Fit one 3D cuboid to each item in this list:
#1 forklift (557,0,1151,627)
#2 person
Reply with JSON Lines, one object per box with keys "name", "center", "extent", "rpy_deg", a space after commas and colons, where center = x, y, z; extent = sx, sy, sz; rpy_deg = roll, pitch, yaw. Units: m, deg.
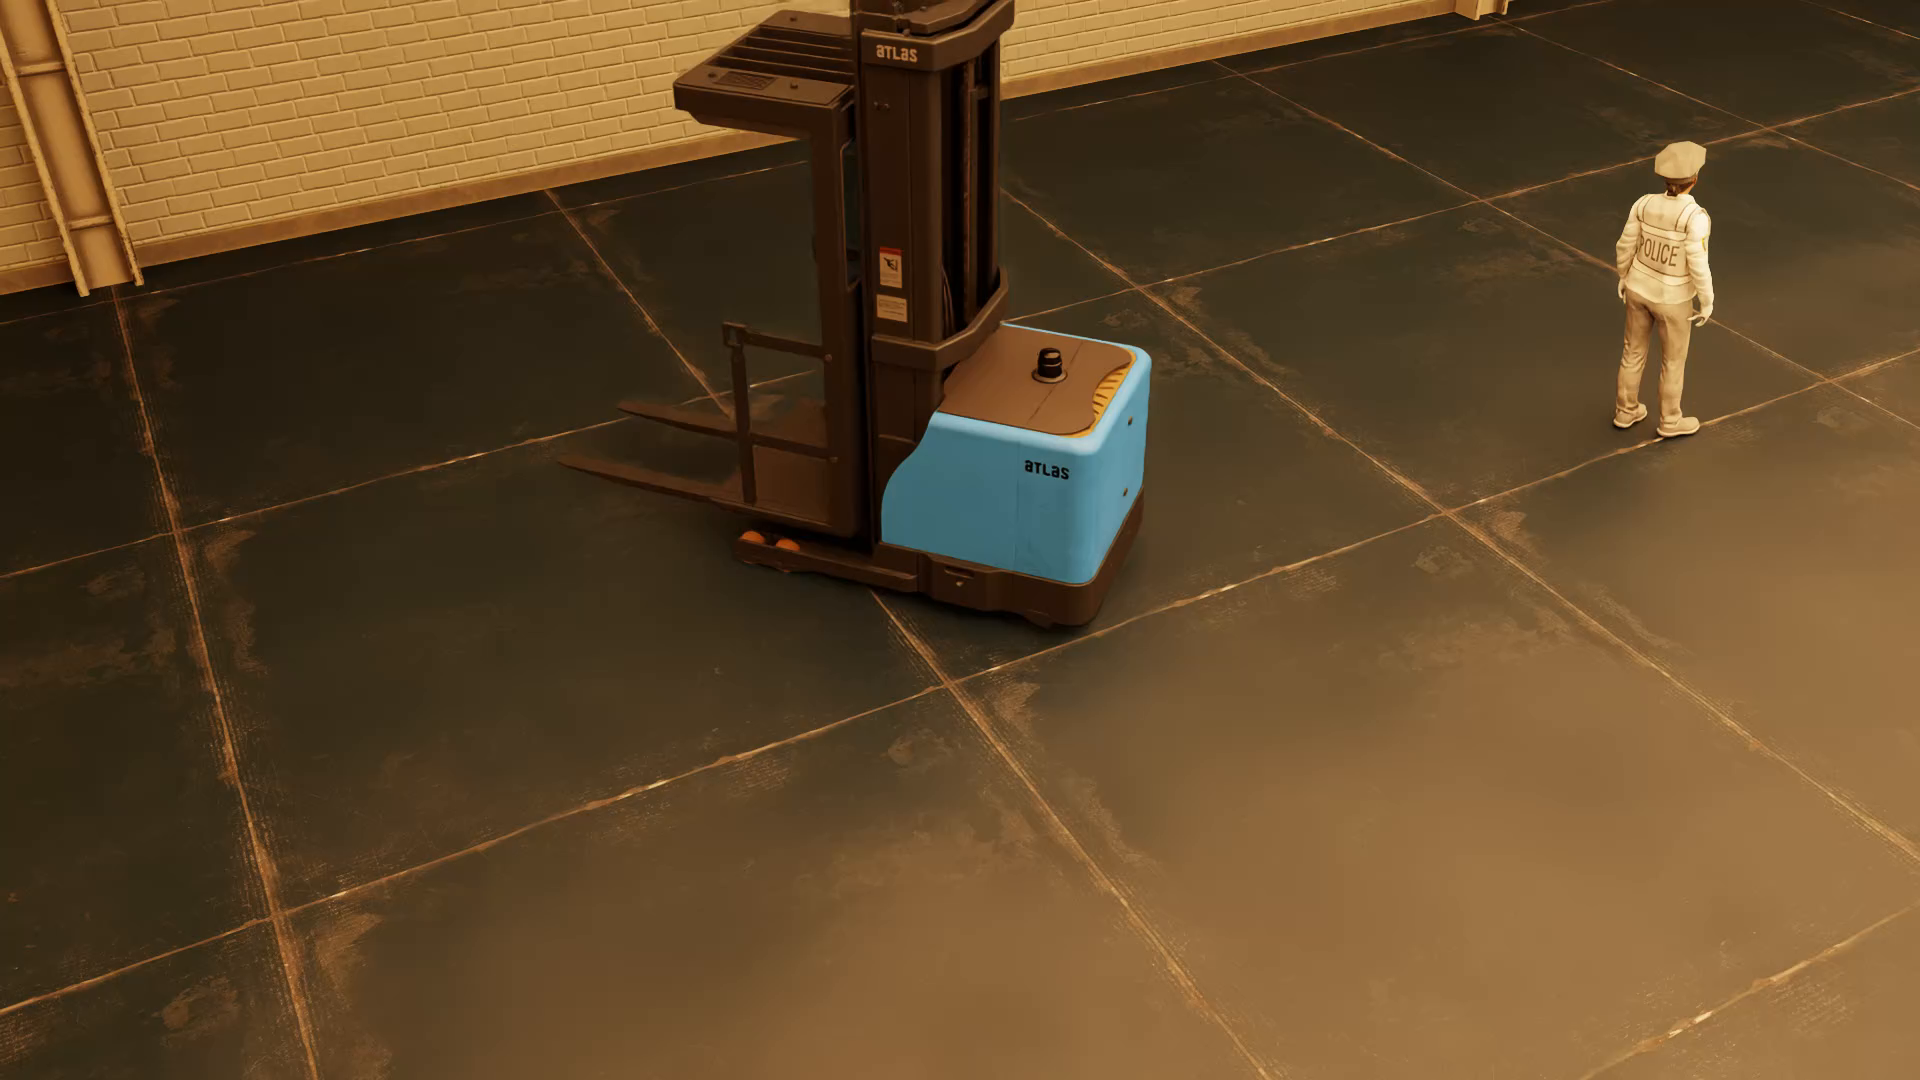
{"name": "forklift", "center": [-0.623, -1.303, 7.967], "extent": [3.031, 2.935, 1.130], "rpy_deg": [12, 37, 17]}
{"name": "person", "center": [3.882, -1.373, 9.123], "extent": [0.533, 1.695, 0.586], "rpy_deg": [-23, 41, -29]}
